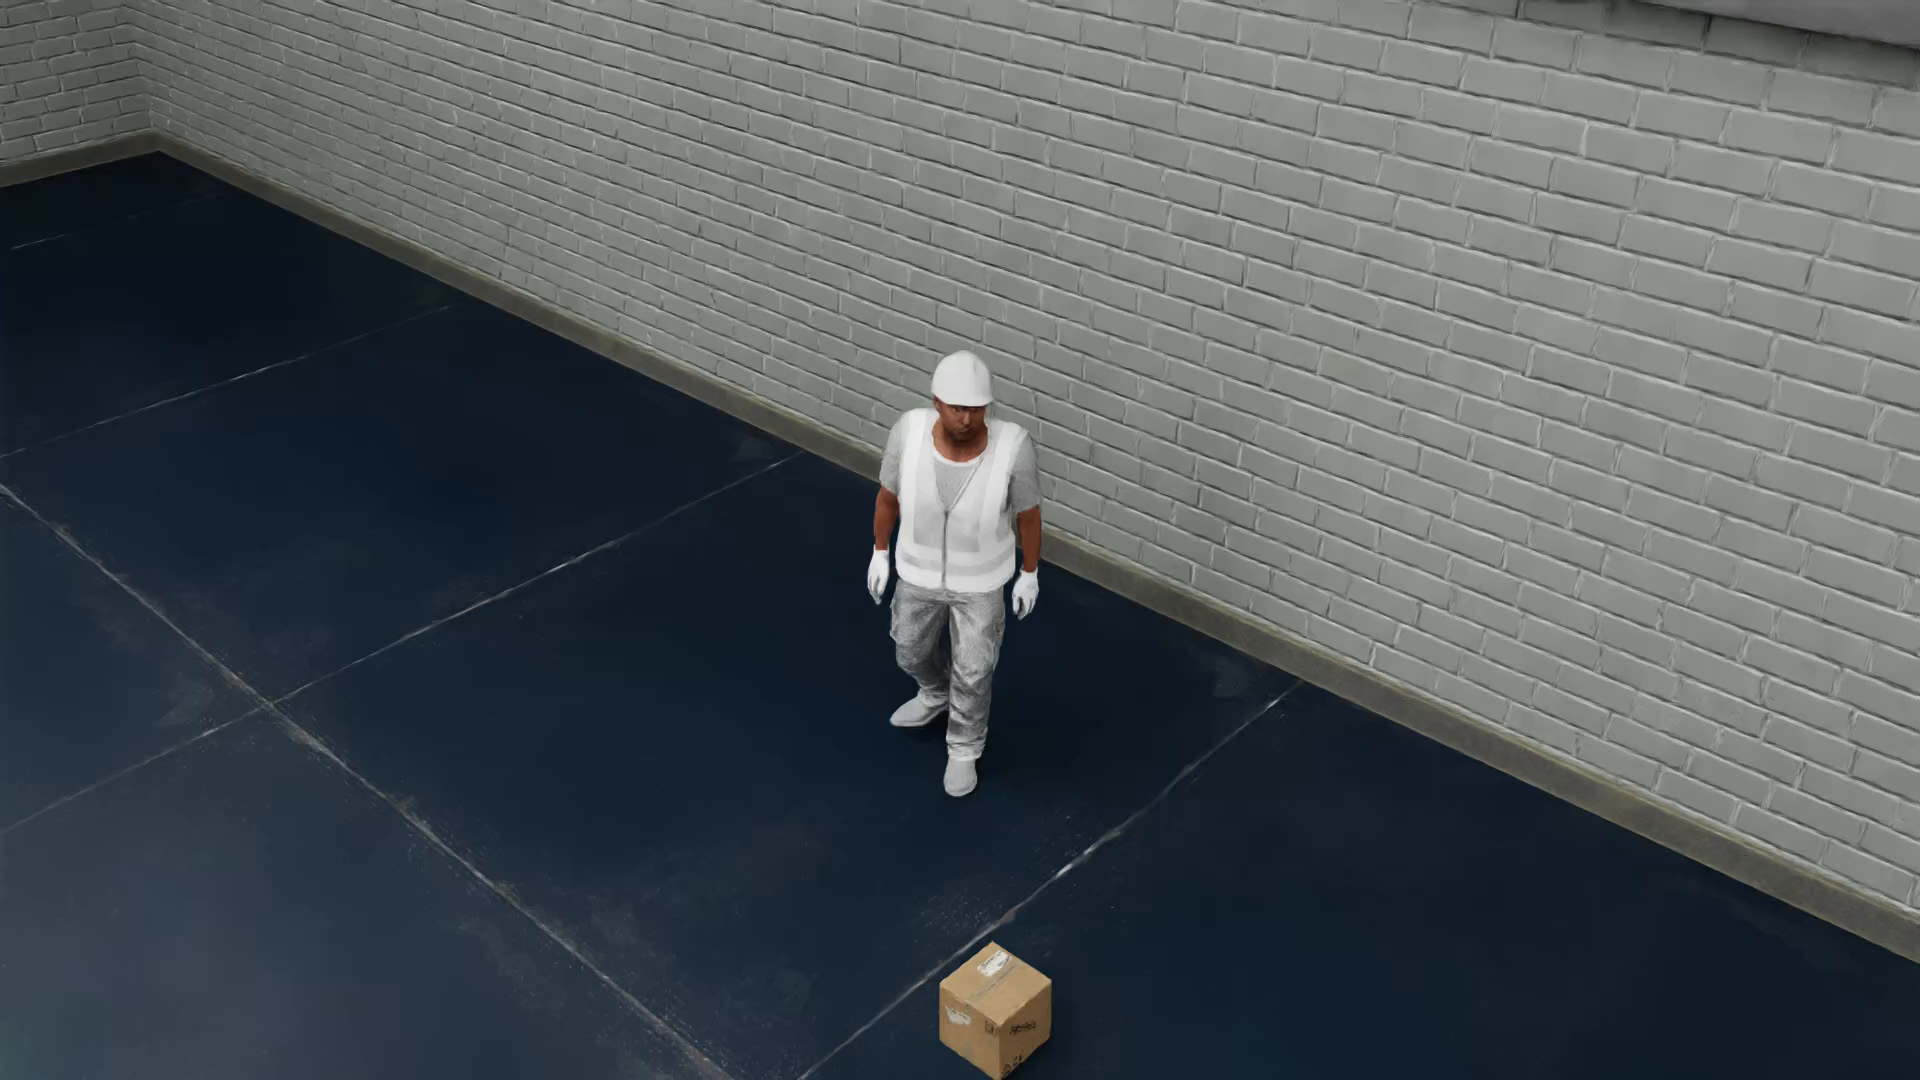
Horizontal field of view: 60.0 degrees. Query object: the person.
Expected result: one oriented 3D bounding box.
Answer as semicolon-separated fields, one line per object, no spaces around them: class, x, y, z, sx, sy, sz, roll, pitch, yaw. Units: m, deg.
person;-0.014;0.080;5.982;0.623;1.768;0.573;7;32;11
